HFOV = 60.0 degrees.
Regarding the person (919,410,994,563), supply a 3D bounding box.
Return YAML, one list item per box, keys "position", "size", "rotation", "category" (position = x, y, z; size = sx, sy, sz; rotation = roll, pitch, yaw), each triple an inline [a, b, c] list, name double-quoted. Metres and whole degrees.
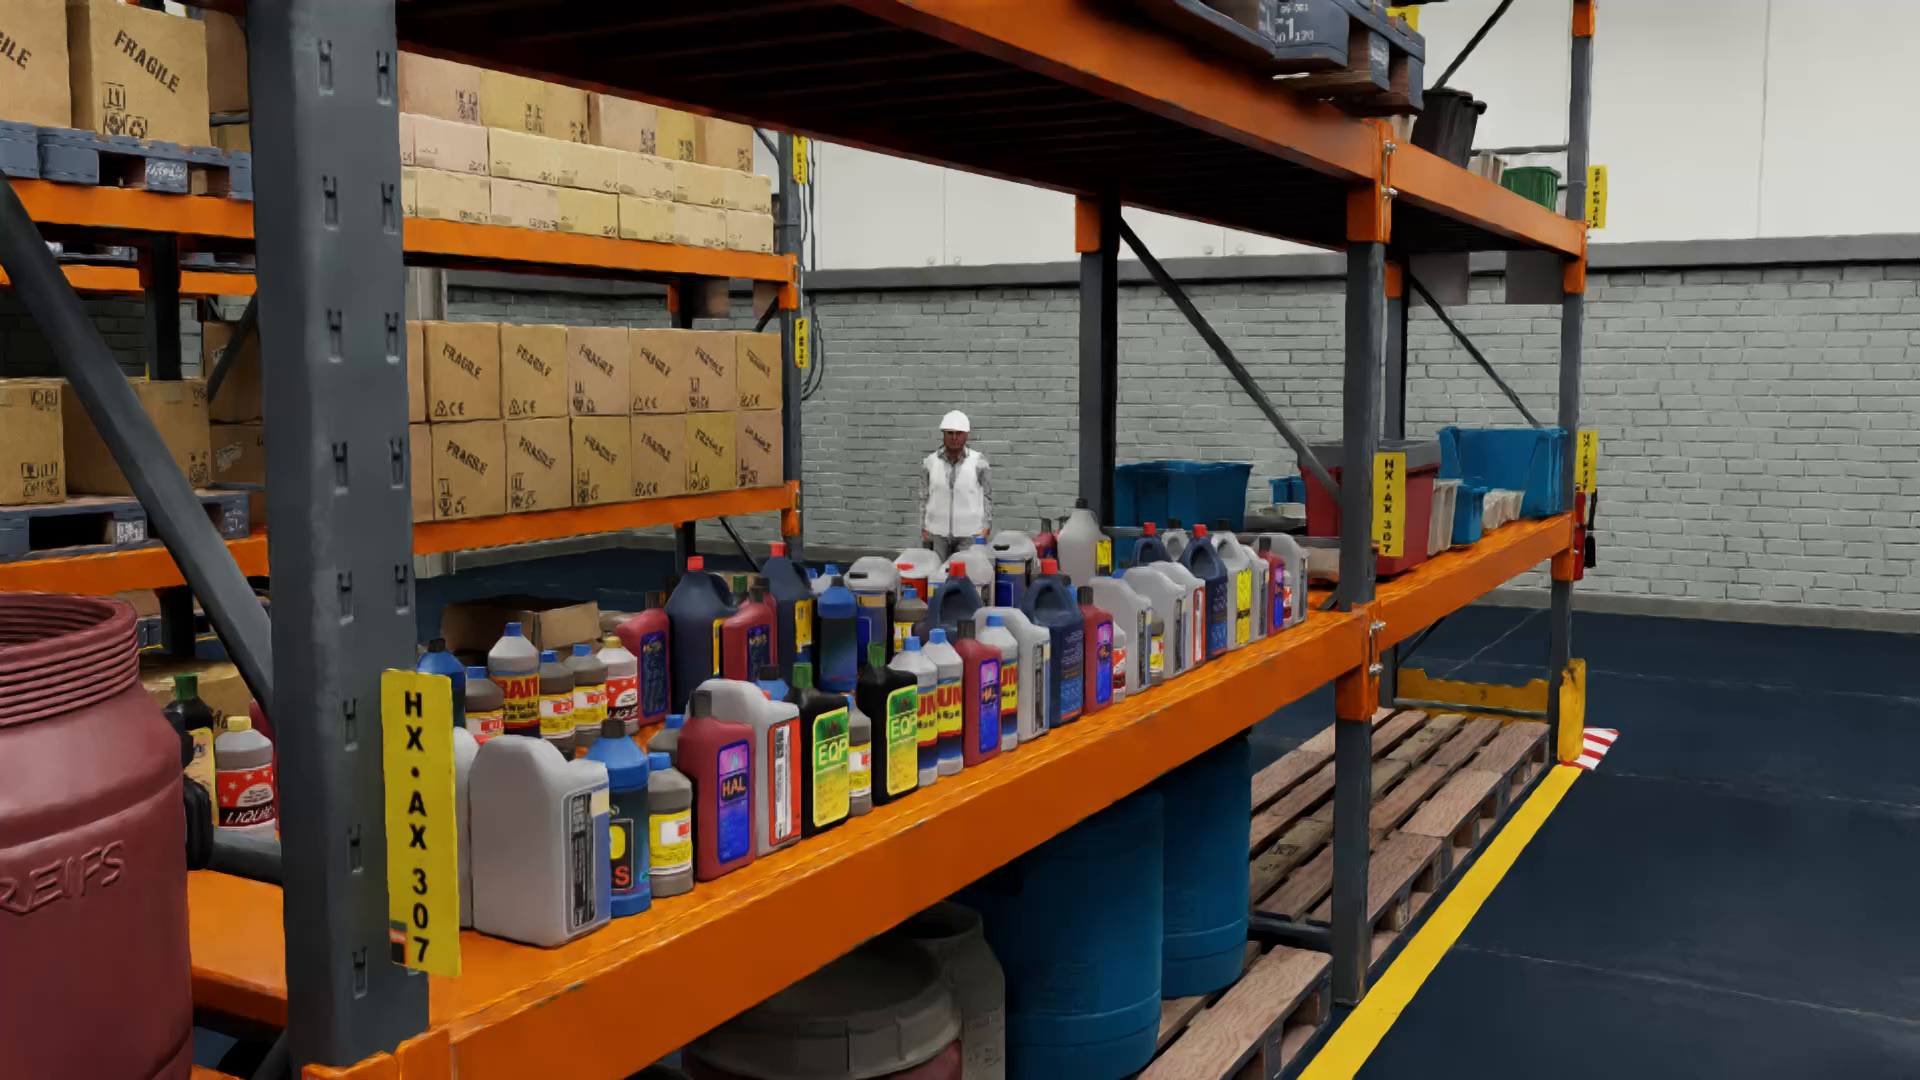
- position: [-0.028, -0.052, 11.998]
  size: [0.553, 1.768, 0.540]
  rotation: [1, 6, 9]
  category: "person"
